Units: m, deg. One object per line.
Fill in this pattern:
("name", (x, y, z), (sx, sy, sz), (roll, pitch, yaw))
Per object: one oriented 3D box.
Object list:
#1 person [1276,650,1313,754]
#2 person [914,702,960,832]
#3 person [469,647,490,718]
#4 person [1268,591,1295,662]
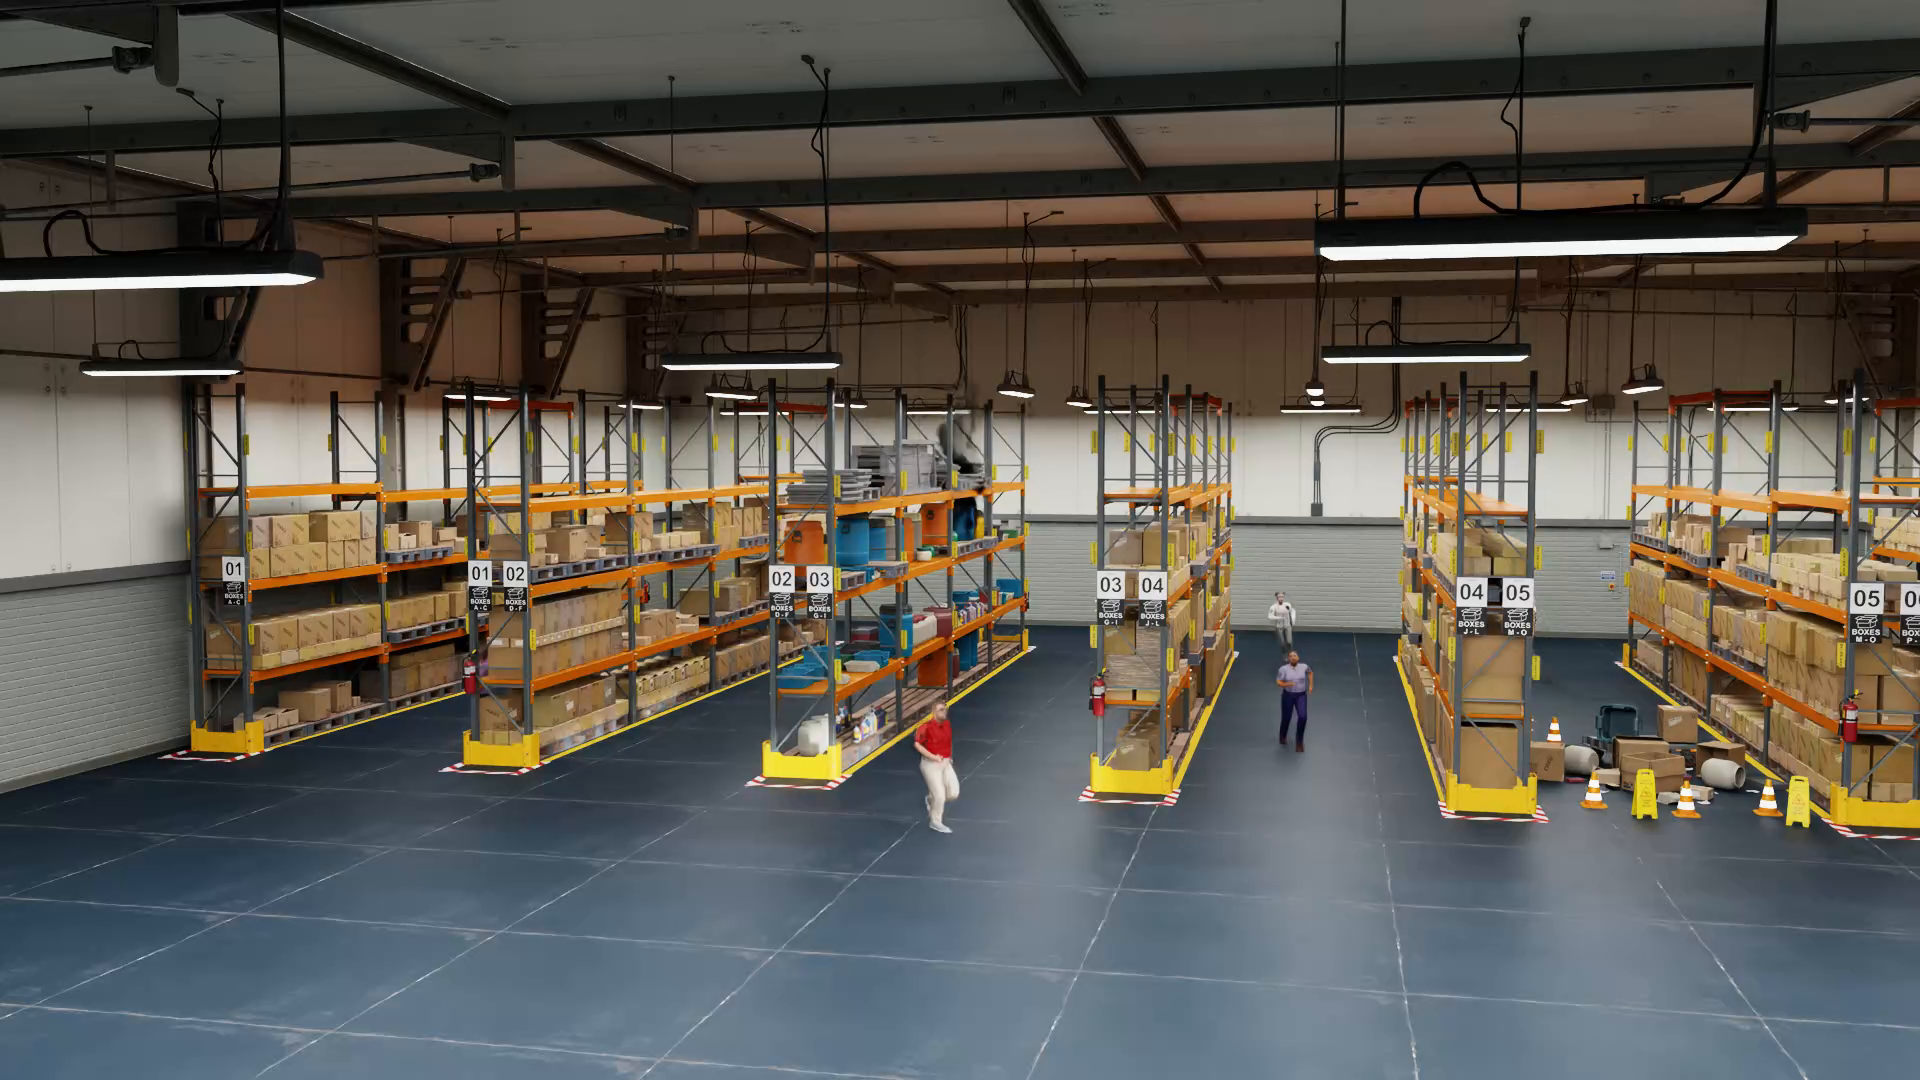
("person", (5.482, 2.631, 27.263), (0.611, 1.689, 0.871), (0, 3, 6))
("person", (-0.303, 2.935, 21.557), (0.677, 1.687, 0.592), (-3, 5, -44))
("person", (-8.148, 2.602, 28.251), (0.547, 1.563, 0.755), (0, 3, 8))
("person", (7.318, 2.023, 37.855), (0.621, 1.756, 0.687), (0, 3, 7))
